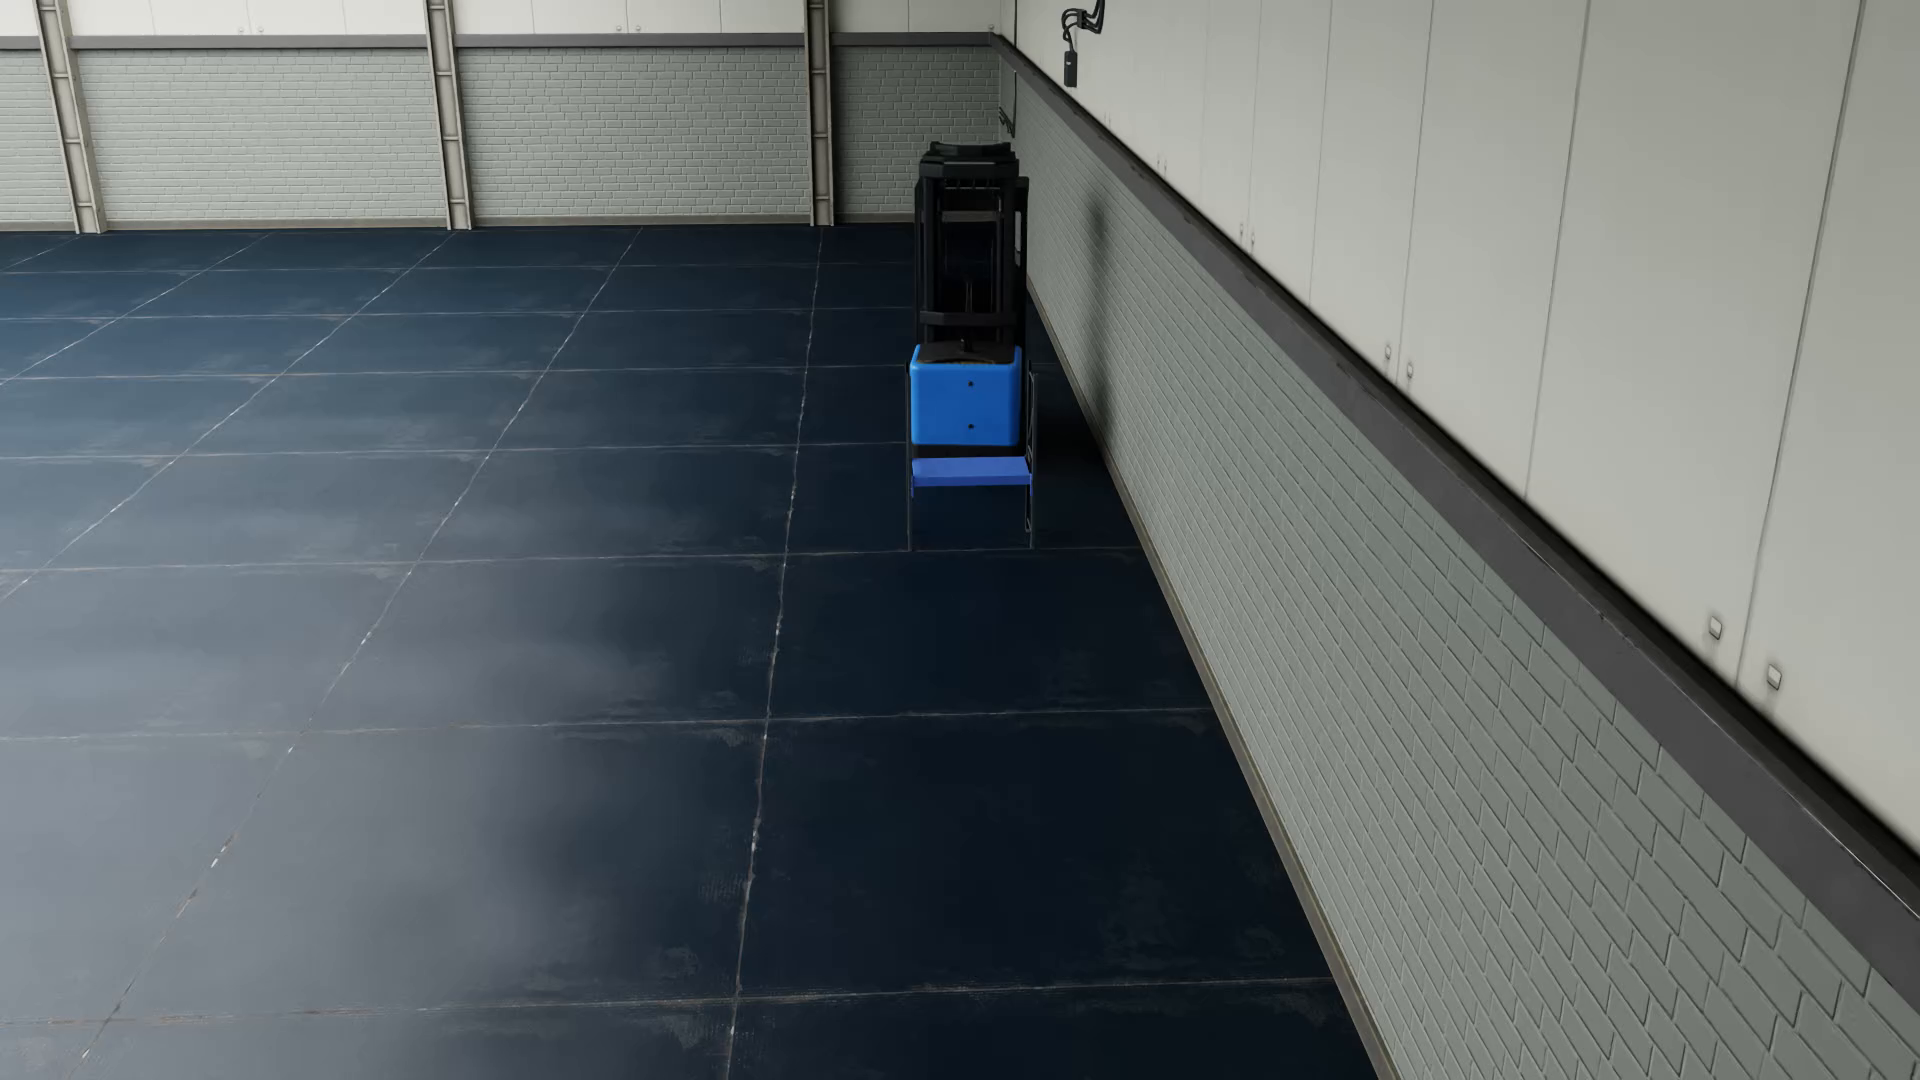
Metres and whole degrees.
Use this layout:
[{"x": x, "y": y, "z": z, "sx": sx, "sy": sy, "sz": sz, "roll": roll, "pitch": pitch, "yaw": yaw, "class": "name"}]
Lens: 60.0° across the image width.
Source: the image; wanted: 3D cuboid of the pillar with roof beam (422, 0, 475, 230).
[{"x": -8.061, "y": -7.879, "z": 22.100, "sx": 0.400, "sy": 9.000, "sz": 9.100, "roll": -1, "pitch": 21, "yaw": -3, "class": "pillar with roof beam"}]

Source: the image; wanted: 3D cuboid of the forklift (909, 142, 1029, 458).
[{"x": 0.120, "y": -2.495, "z": 16.486, "sx": 1.130, "sy": 2.935, "sz": 3.031, "roll": 1, "pitch": 21, "yaw": 3, "class": "forklift"}]

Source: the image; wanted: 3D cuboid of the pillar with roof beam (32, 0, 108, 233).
[{"x": -14.051, "y": -7.757, "z": 21.780, "sx": 0.400, "sy": 9.000, "sz": 9.100, "roll": -1, "pitch": 21, "yaw": -3, "class": "pillar with roof beam"}]

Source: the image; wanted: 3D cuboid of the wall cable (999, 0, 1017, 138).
[{"x": 0.700, "y": -7.669, "z": 25.913, "sx": 0.112, "sy": 2.526, "sz": 3.097, "roll": -1, "pitch": 21, "yaw": -3, "class": "wall cable"}]

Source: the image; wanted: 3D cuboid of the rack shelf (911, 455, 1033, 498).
[{"x": 0.085, "y": -0.535, "z": 13.854, "sx": 1.000, "sy": 0.185, "sz": 0.538, "roll": -1, "pitch": 21, "yaw": -3, "class": "rack shelf"}]

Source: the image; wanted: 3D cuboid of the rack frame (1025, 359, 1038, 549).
[{"x": 0.593, "y": -0.713, "z": 13.817, "sx": 0.032, "sy": 1.500, "sz": 0.500, "roll": -1, "pitch": 21, "yaw": -3, "class": "rack frame"}]

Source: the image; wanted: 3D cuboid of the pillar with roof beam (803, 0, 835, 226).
[{"x": -2.071, "y": -8.001, "z": 22.421, "sx": 0.400, "sy": 9.000, "sz": 9.100, "roll": -1, "pitch": 21, "yaw": -3, "class": "pillar with roof beam"}]

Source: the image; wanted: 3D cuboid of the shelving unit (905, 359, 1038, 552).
[{"x": 0.085, "y": -0.703, "z": 13.790, "sx": 1.048, "sy": 1.500, "sz": 0.538, "roll": -1, "pitch": 21, "yaw": -3, "class": "shelving unit"}]

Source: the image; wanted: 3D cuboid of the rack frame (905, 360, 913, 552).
[{"x": -0.422, "y": -0.692, "z": 13.763, "sx": 0.032, "sy": 1.500, "sz": 0.500, "roll": -1, "pitch": 21, "yaw": -3, "class": "rack frame"}]
